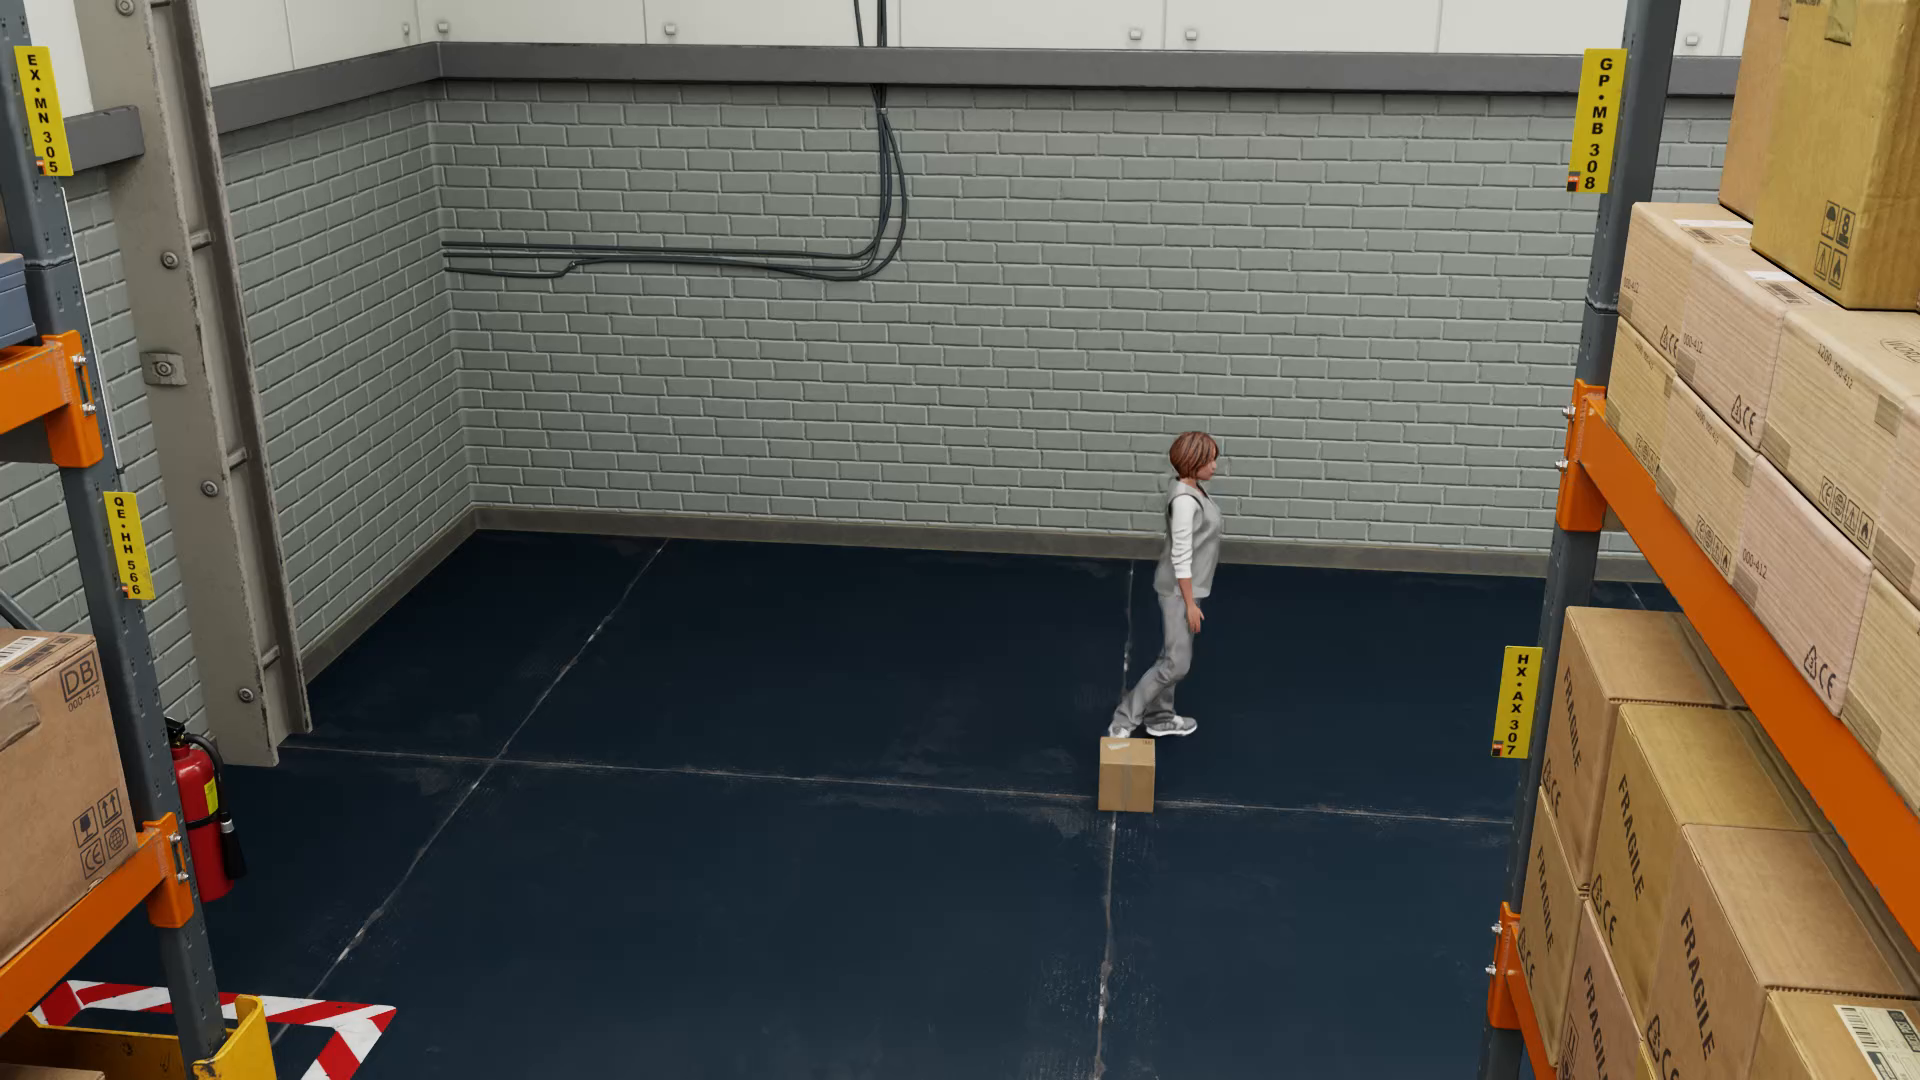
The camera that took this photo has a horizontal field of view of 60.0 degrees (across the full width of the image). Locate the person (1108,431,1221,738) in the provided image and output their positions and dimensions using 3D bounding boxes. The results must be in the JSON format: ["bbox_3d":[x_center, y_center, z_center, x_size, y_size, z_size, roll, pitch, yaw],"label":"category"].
[{"bbox_3d":[0.975,0.275,7.892,0.474,1.590,0.597,4,22,11],"label":"person"}]
